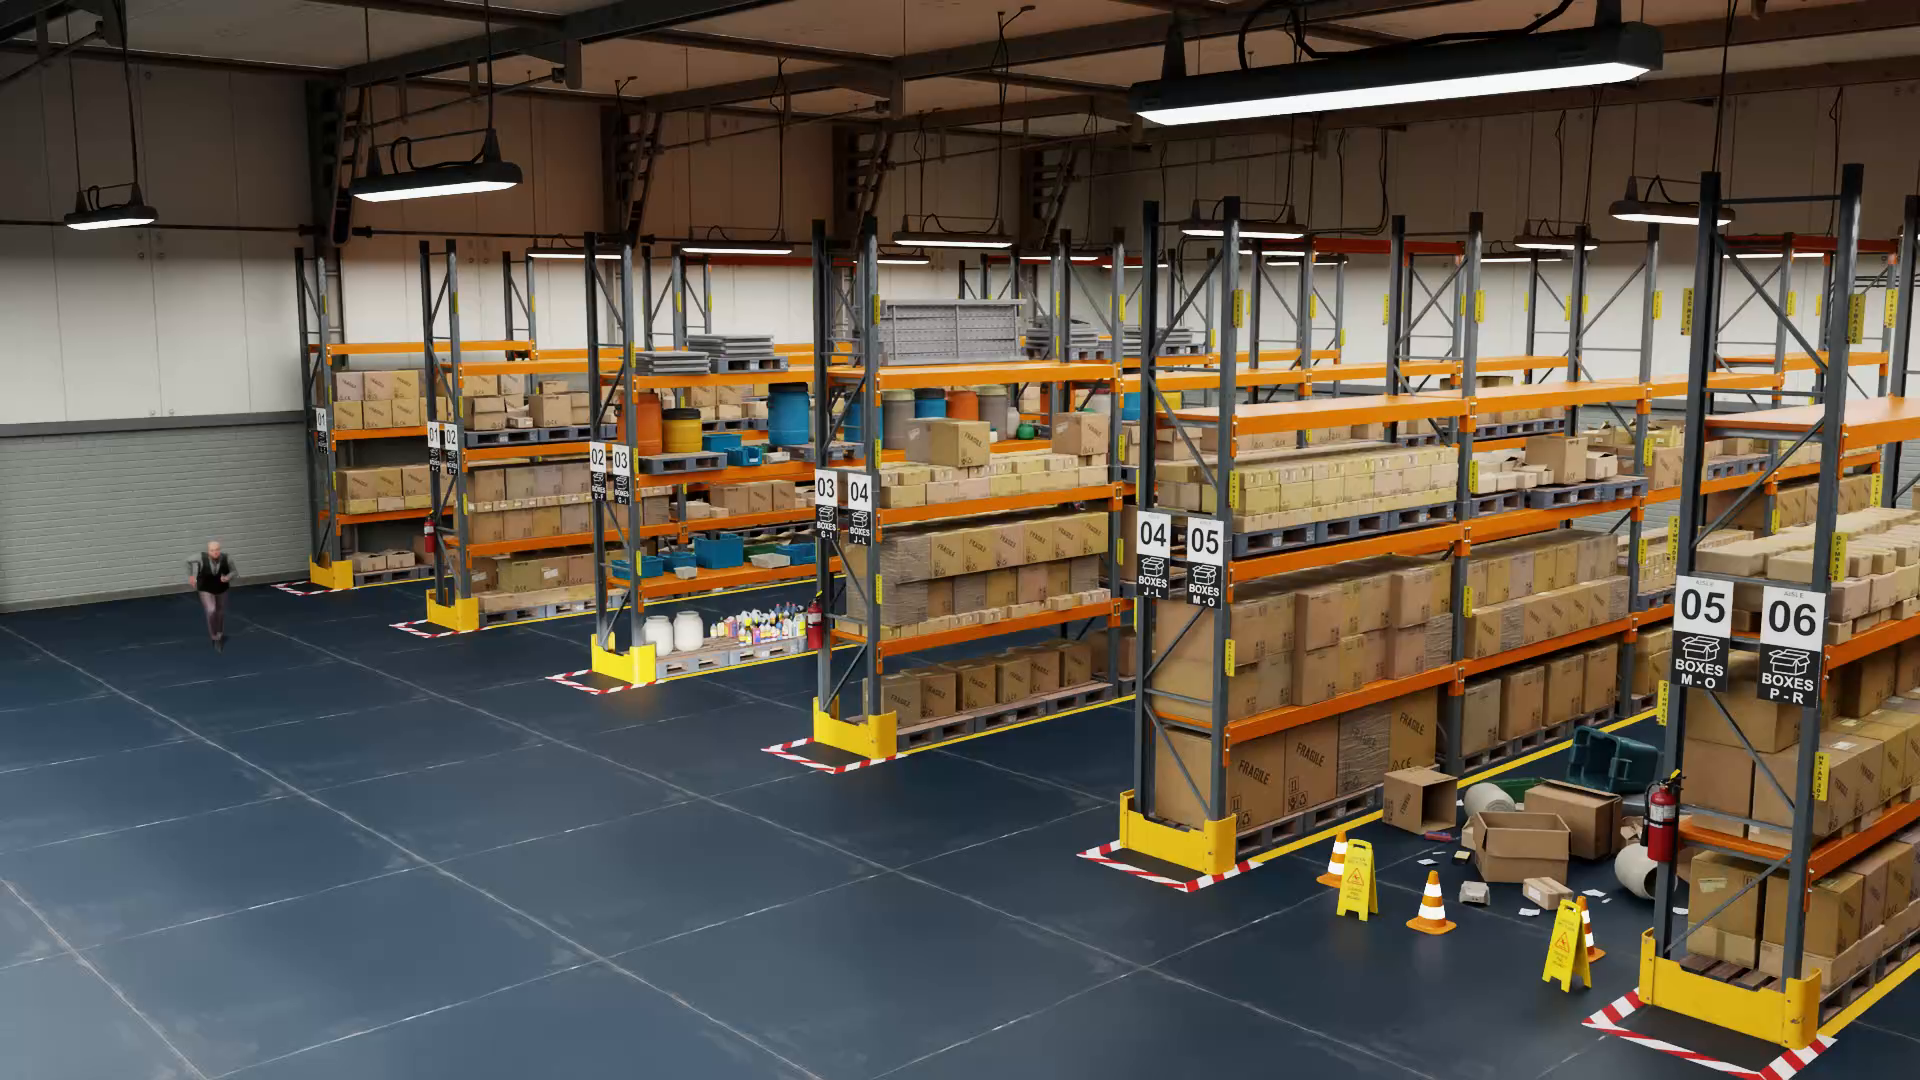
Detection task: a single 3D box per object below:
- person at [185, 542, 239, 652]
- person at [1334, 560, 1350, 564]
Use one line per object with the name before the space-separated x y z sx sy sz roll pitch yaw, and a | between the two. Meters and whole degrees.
person | -11.006 0.811 24.512 0.703 1.668 0.990 -4 9 -28
person | 5.003 1.114 21.674 0.865 1.827 0.649 -8 12 -44
